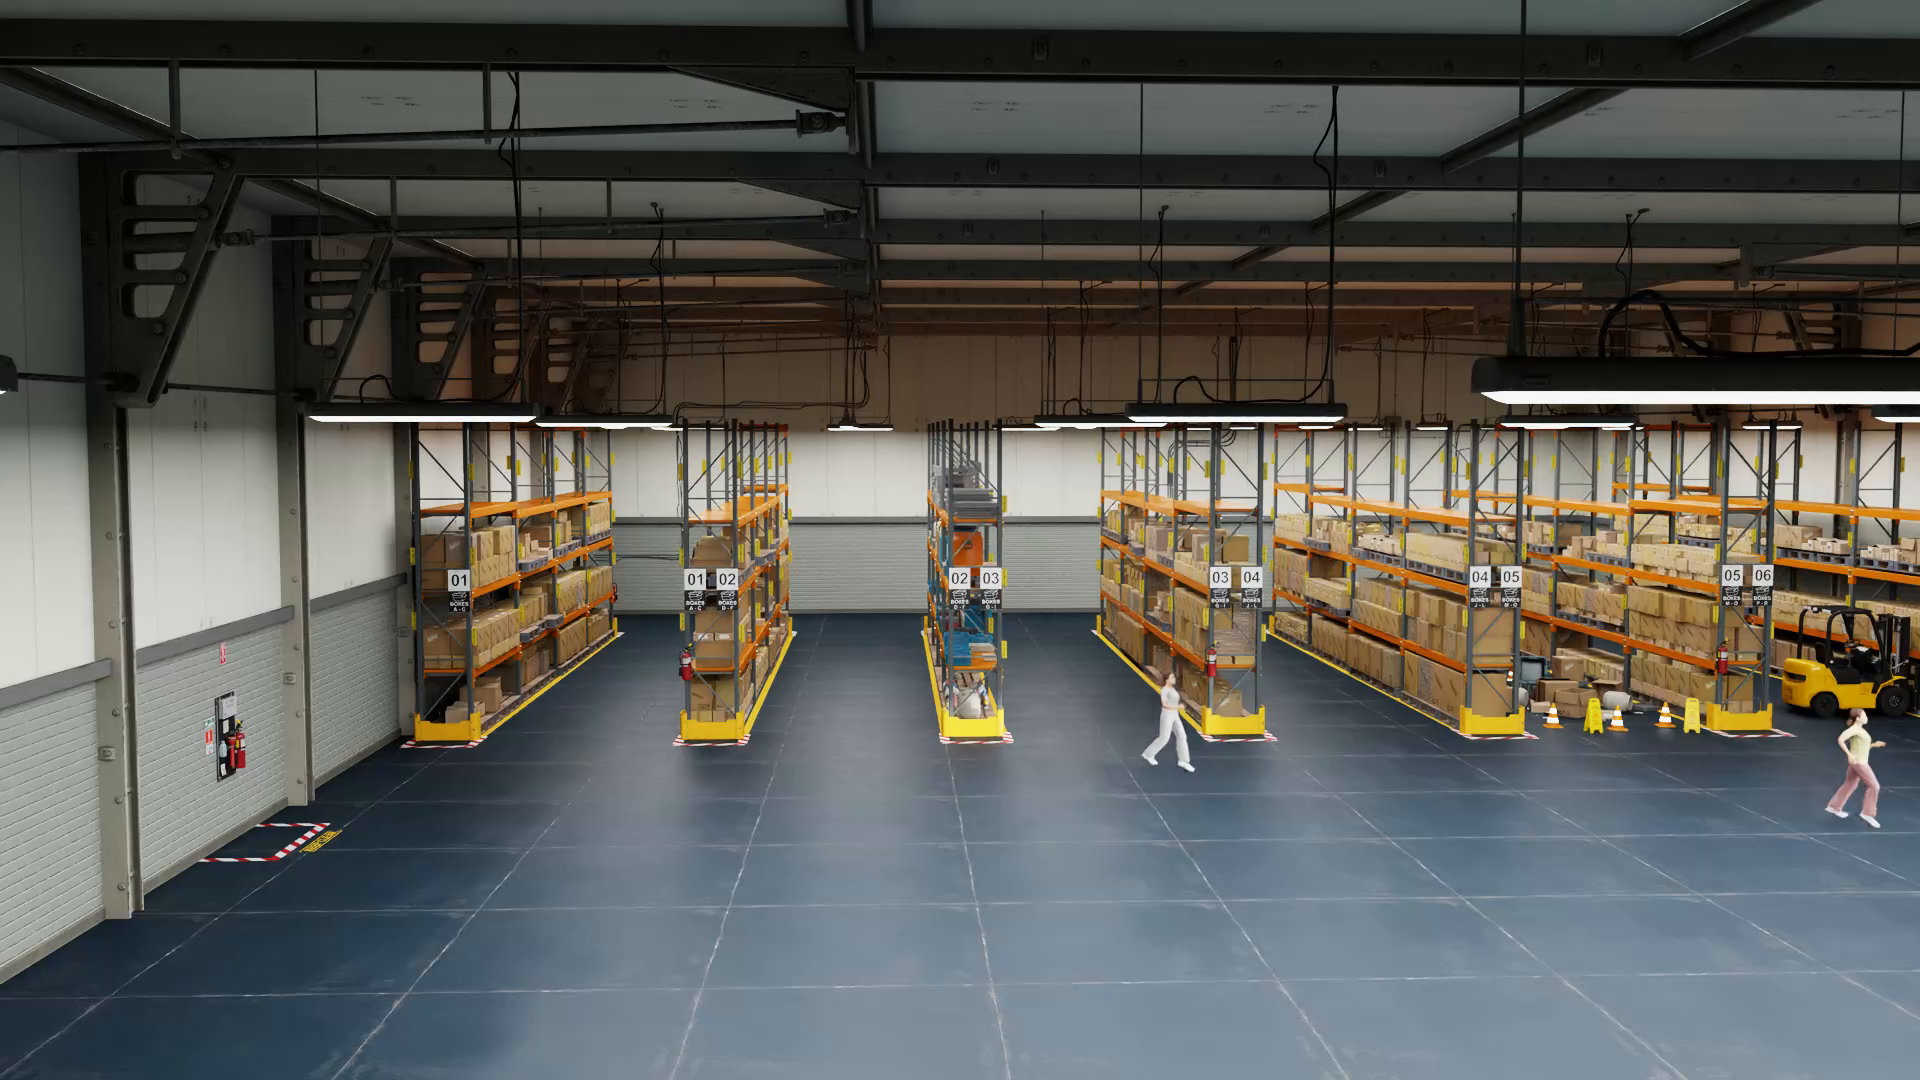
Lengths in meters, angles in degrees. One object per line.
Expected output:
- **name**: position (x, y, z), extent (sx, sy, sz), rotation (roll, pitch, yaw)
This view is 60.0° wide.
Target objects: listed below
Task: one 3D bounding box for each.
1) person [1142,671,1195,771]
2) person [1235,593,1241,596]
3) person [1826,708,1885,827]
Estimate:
- **person**: position (3.555, 3.070, 28.333), extent (0.920, 1.695, 0.576), rotation (2, 4, 30)
- **person**: position (7.710, 1.868, 46.556), extent (0.710, 1.725, 0.621), rotation (0, 4, 1)
- **person**: position (13.152, 3.321, 24.419), extent (0.747, 1.729, 0.550), rotation (2, 4, 27)
